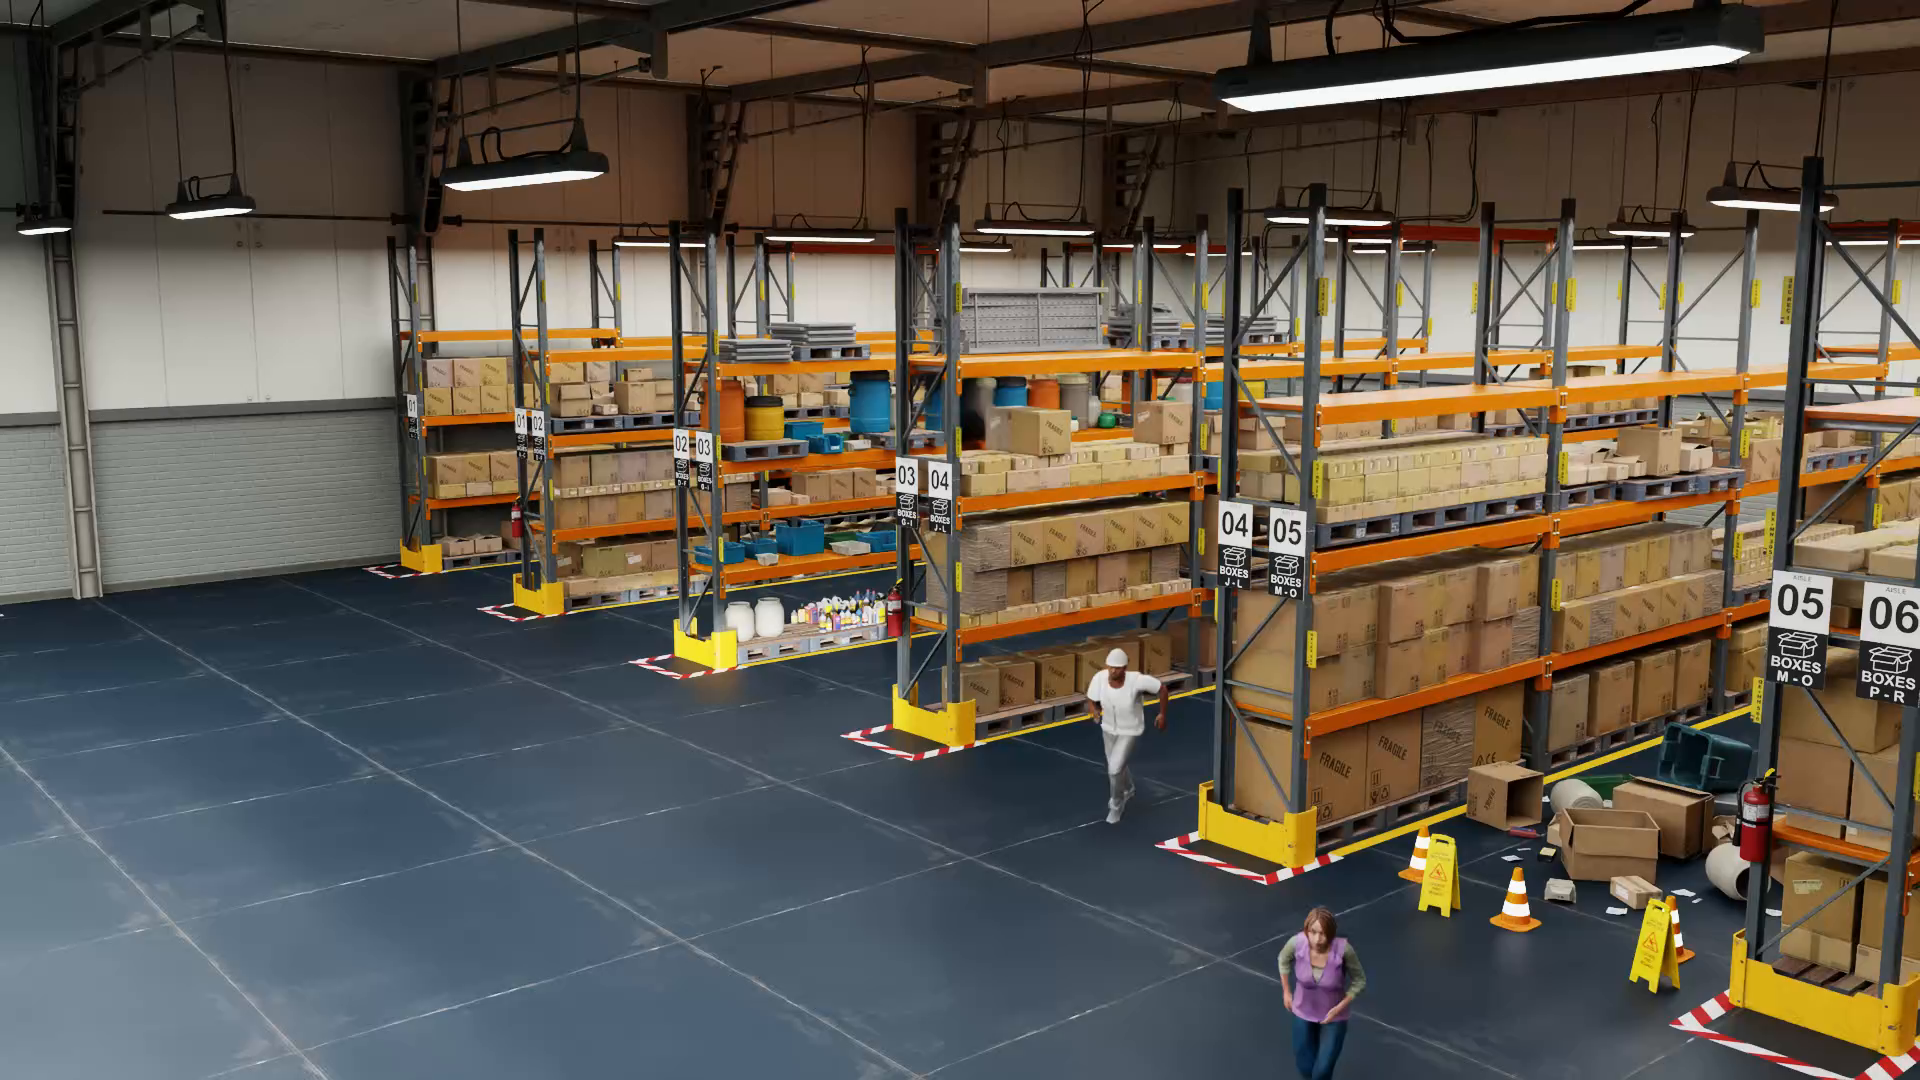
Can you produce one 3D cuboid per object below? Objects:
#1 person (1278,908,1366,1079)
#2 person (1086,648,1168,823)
[{"bbox_3d":[2.195,2.898,10.139,0.533,1.537,0.714,2,9,15],"label":"person"},{"bbox_3d":[1.605,1.903,16.077,0.753,1.806,0.833,6,10,33],"label":"person"}]
